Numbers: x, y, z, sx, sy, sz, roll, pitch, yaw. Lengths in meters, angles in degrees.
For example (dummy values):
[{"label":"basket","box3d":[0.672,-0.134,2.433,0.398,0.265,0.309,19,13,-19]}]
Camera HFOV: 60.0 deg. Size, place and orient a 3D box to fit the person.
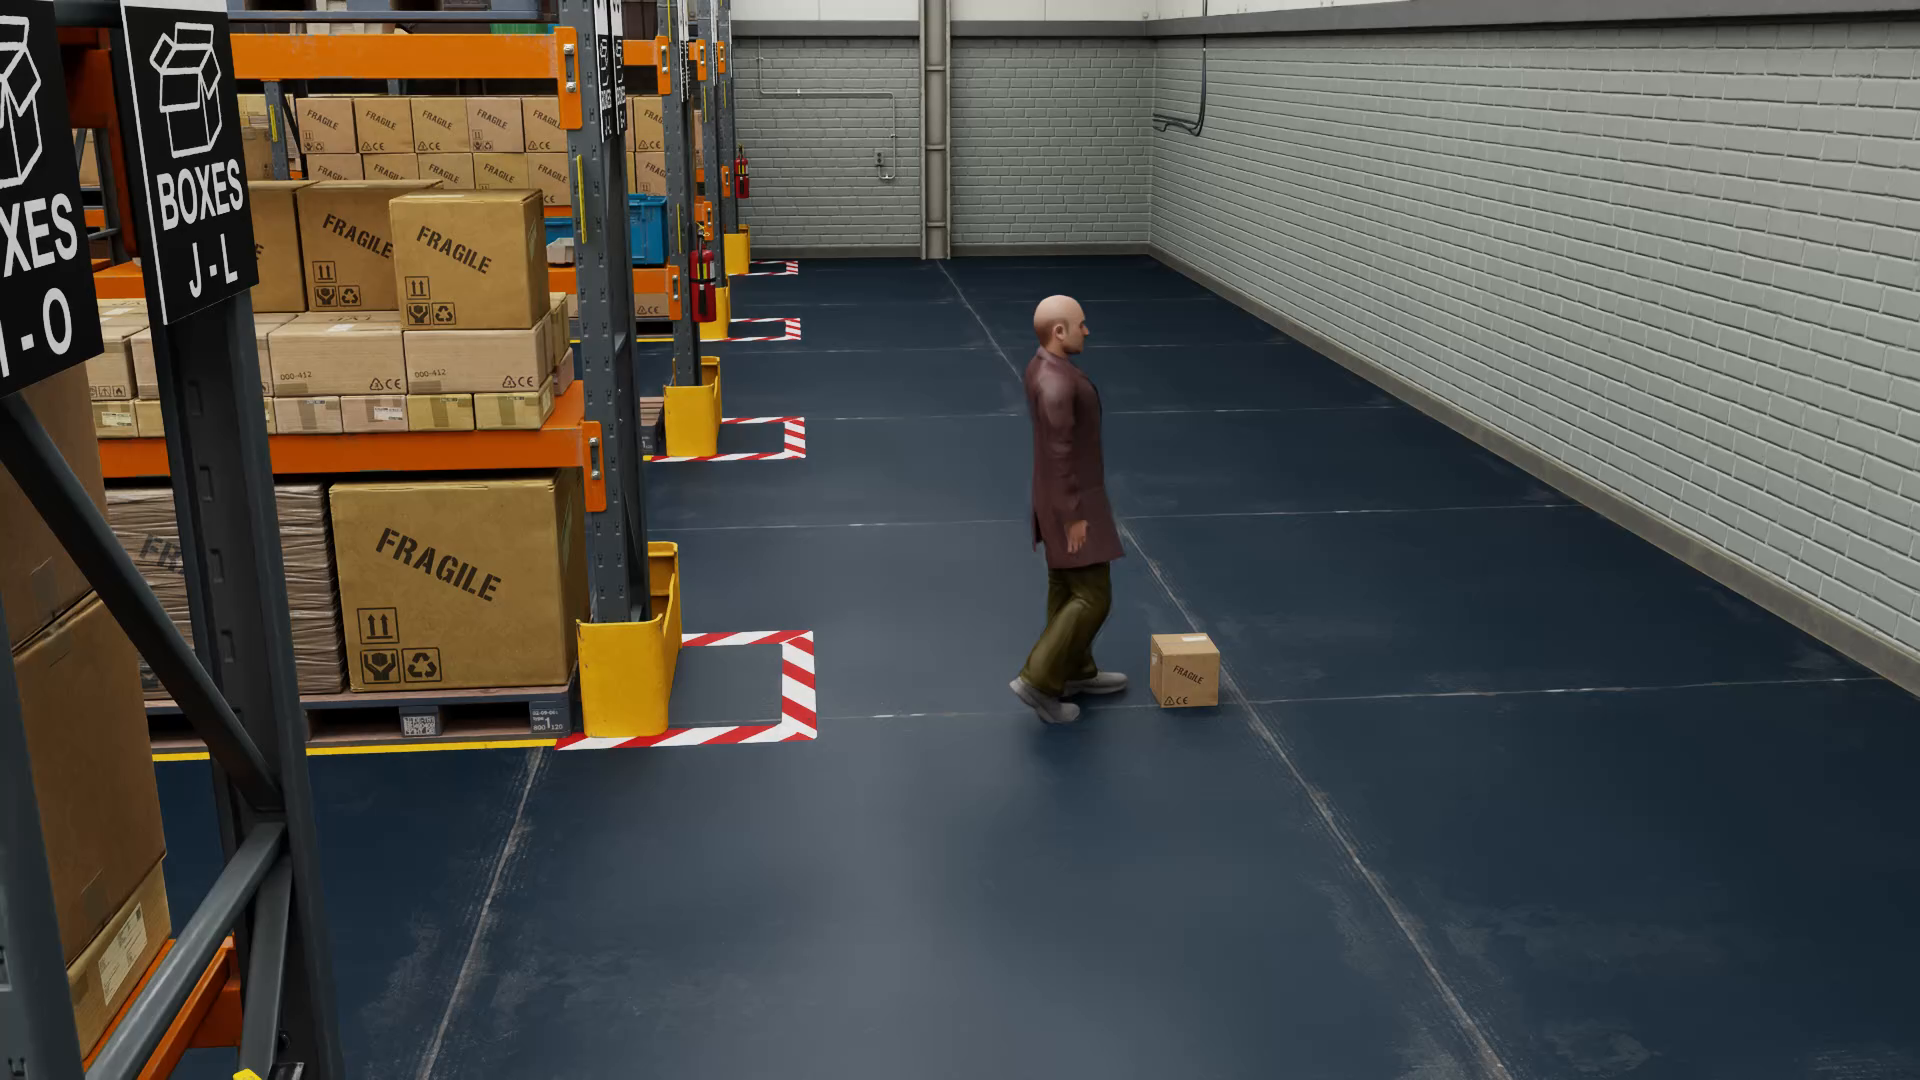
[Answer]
[{"label":"person","box3d":[0.471,-0.139,7.064,0.580,1.806,0.625,-2,17,-5]}]
